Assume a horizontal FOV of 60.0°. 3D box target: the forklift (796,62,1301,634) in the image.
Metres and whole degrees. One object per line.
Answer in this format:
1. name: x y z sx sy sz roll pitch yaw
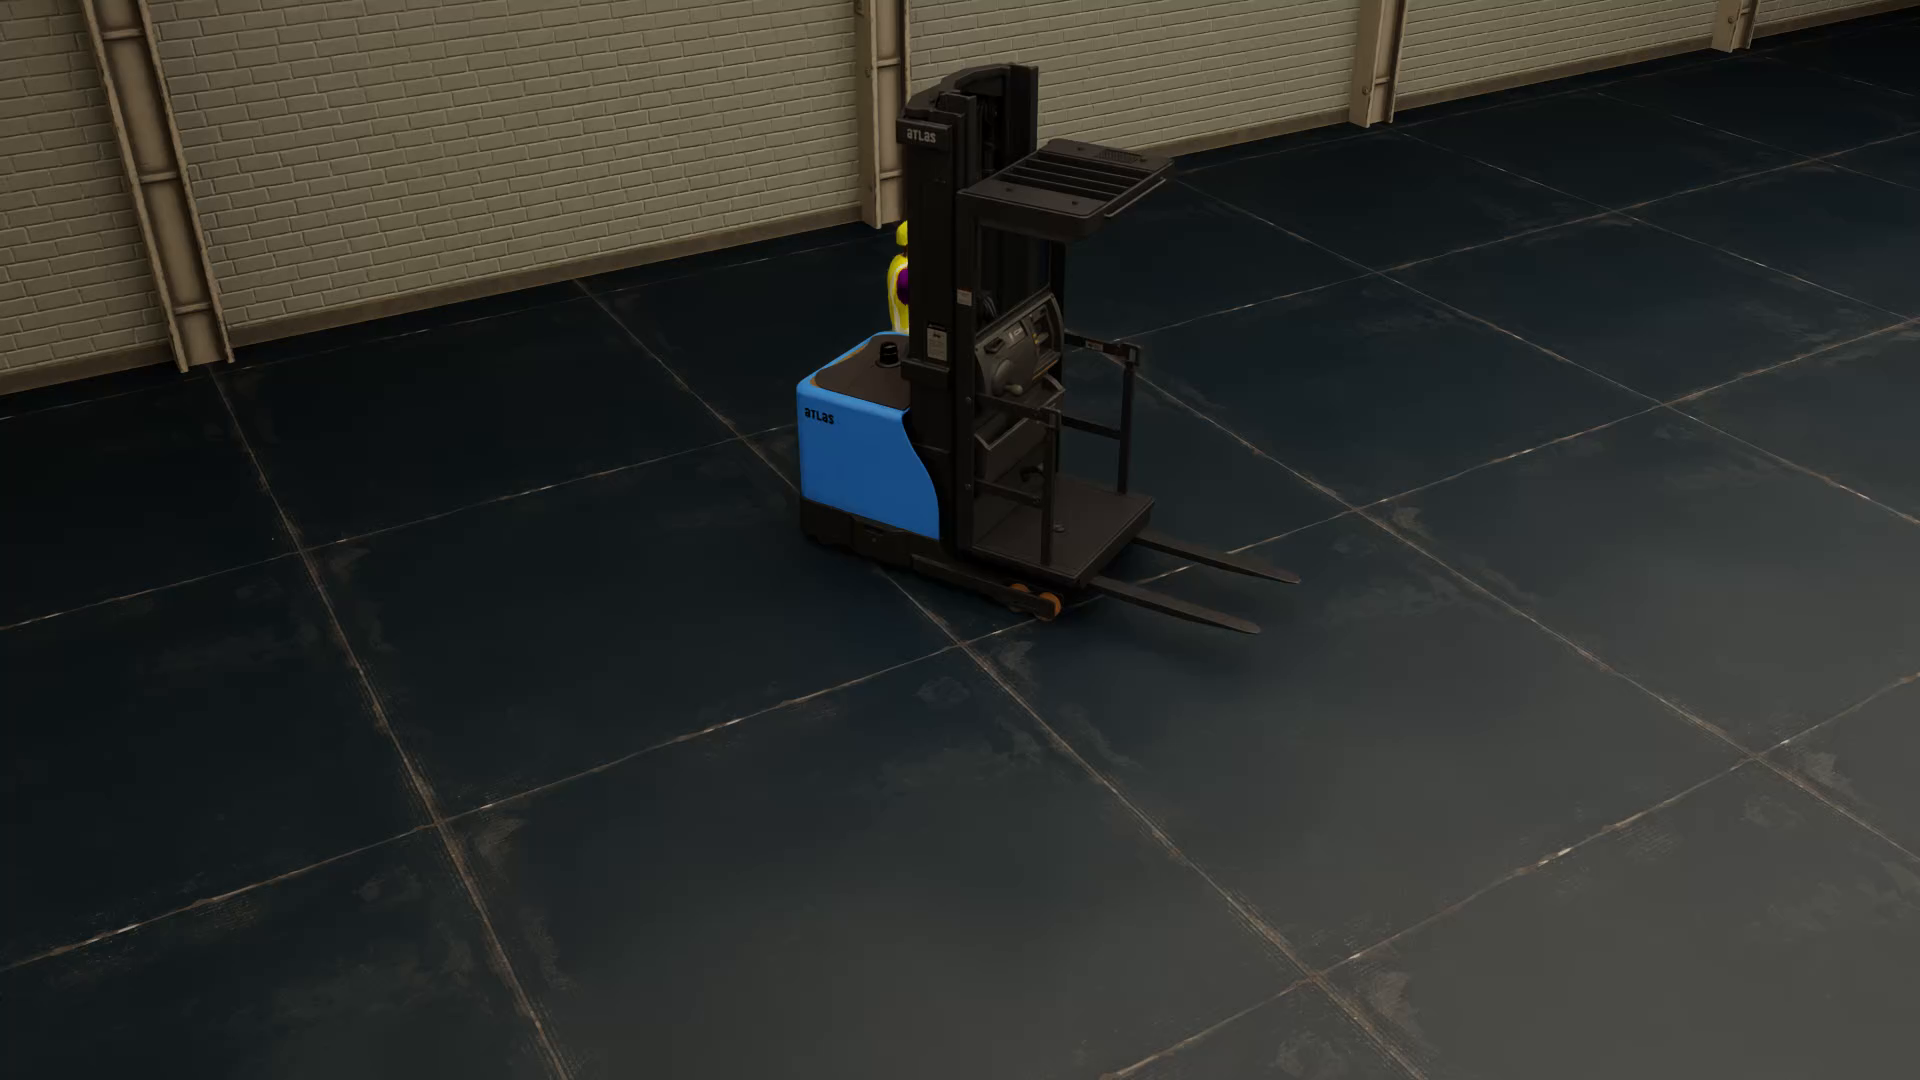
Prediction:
1. forklift: 0.523 -1.096 9.477 3.031 2.935 1.130 17 35 26

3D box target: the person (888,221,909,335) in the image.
1. person: -0.067 -1.458 11.464 0.845 1.524 1.140 -7 32 -12
